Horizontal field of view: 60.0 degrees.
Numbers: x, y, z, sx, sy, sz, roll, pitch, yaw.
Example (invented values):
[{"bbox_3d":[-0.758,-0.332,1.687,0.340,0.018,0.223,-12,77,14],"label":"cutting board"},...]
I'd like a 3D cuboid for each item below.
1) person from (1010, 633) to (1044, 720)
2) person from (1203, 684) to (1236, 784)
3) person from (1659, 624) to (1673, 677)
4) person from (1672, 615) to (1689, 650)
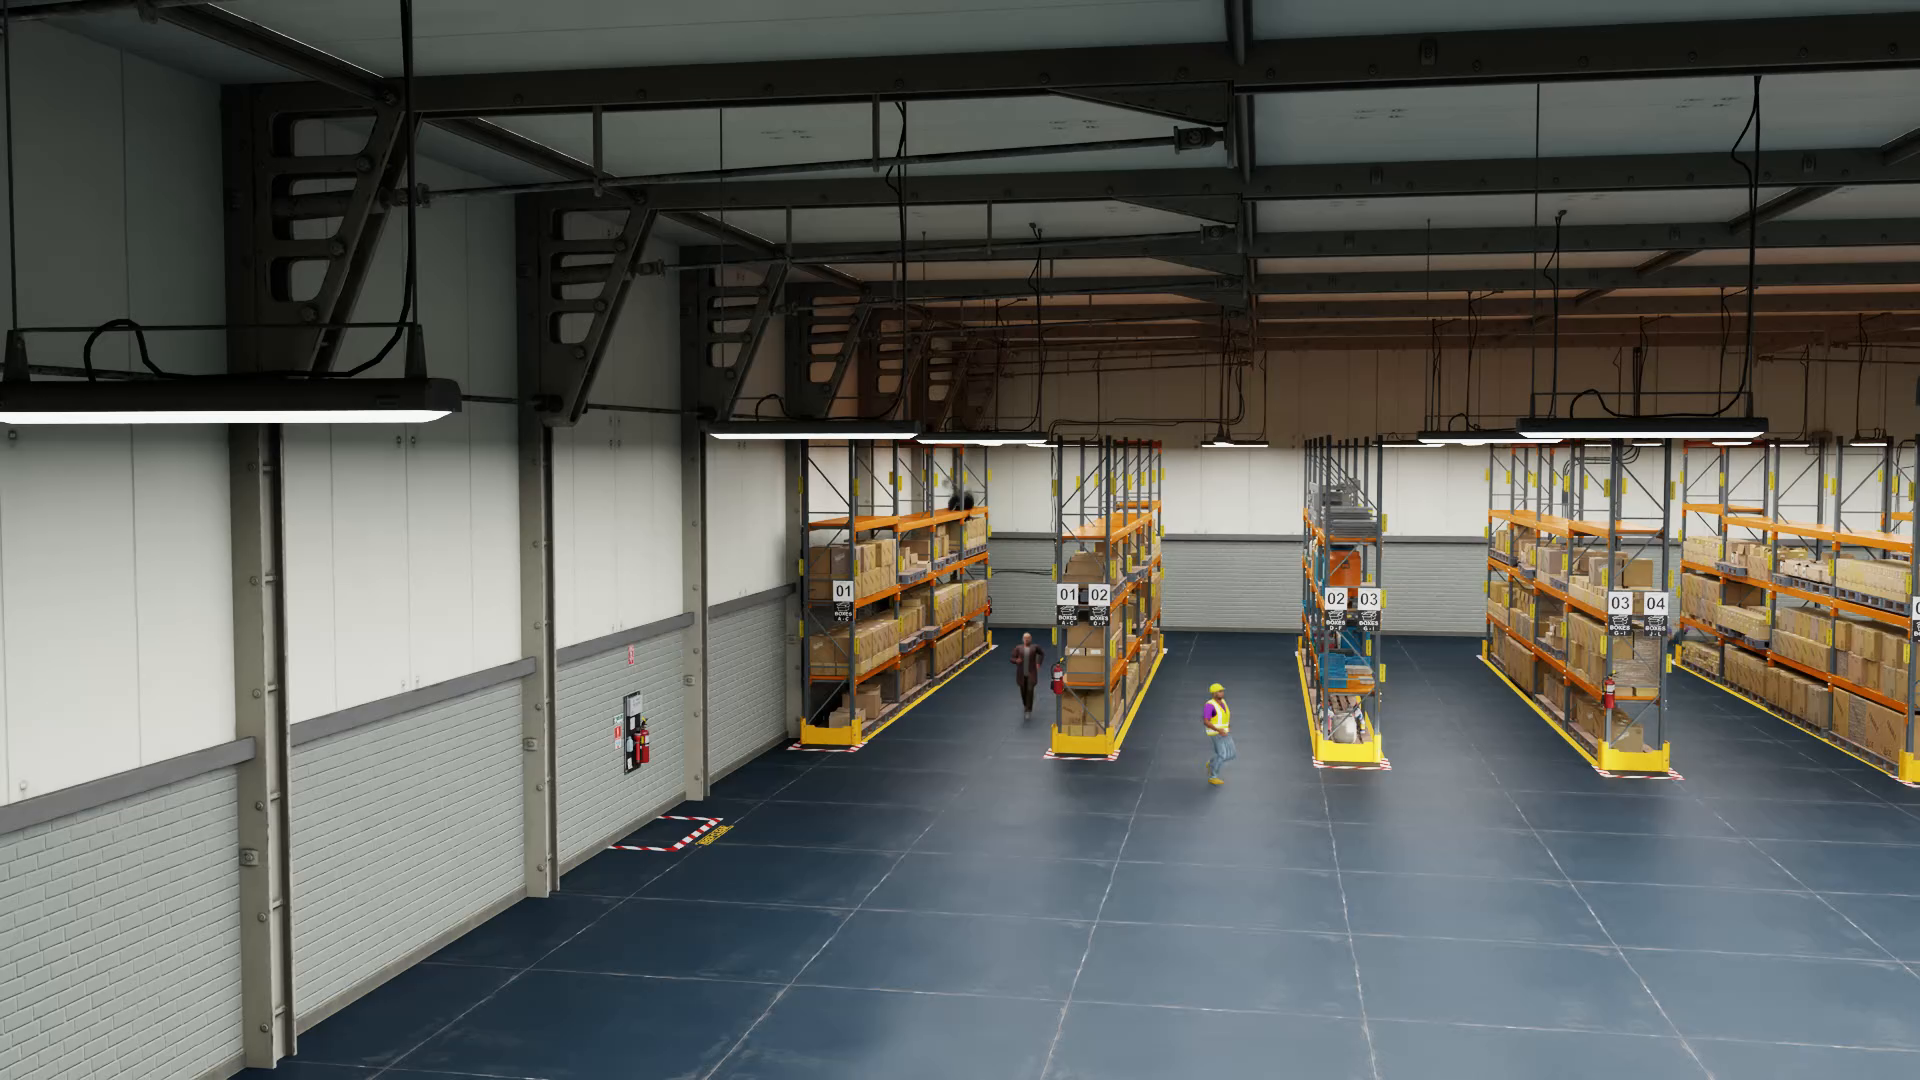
[{"bbox_3d":[1.426,2.882,35.598,0.704,1.793,1.032,0,3,8],"label":"person"},{"bbox_3d":[4.448,3.319,28.519,0.523,1.724,0.706,2,4,38],"label":"person"},{"bbox_3d":[17.622,2.659,41.788,0.564,1.623,0.565,1,3,11],"label":"person"},{"bbox_3d":[19.895,2.484,45.829,0.503,1.552,0.559,2,4,30],"label":"person"}]
